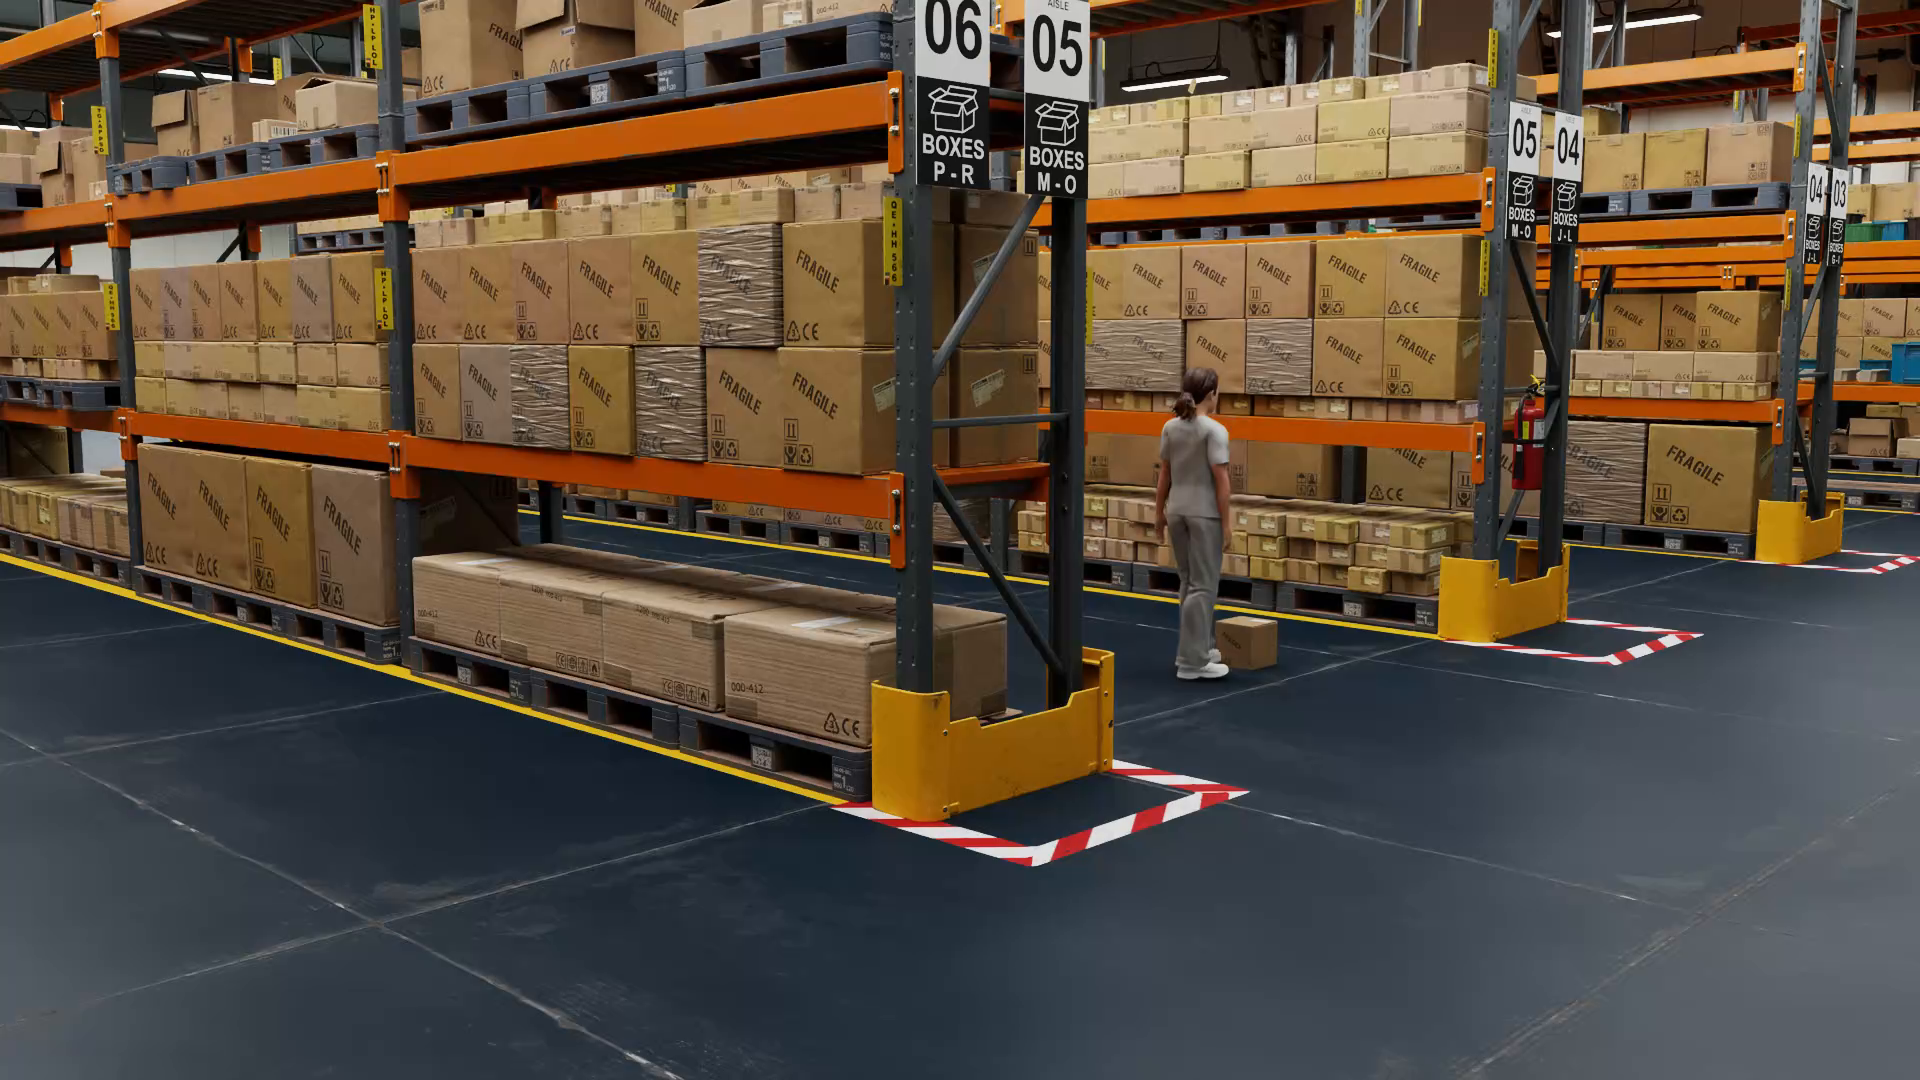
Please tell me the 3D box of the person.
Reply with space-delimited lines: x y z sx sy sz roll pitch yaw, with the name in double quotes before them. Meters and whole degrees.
"person" 1.358 -0.105 9.012 0.608 1.674 0.499 -6 9 -40
